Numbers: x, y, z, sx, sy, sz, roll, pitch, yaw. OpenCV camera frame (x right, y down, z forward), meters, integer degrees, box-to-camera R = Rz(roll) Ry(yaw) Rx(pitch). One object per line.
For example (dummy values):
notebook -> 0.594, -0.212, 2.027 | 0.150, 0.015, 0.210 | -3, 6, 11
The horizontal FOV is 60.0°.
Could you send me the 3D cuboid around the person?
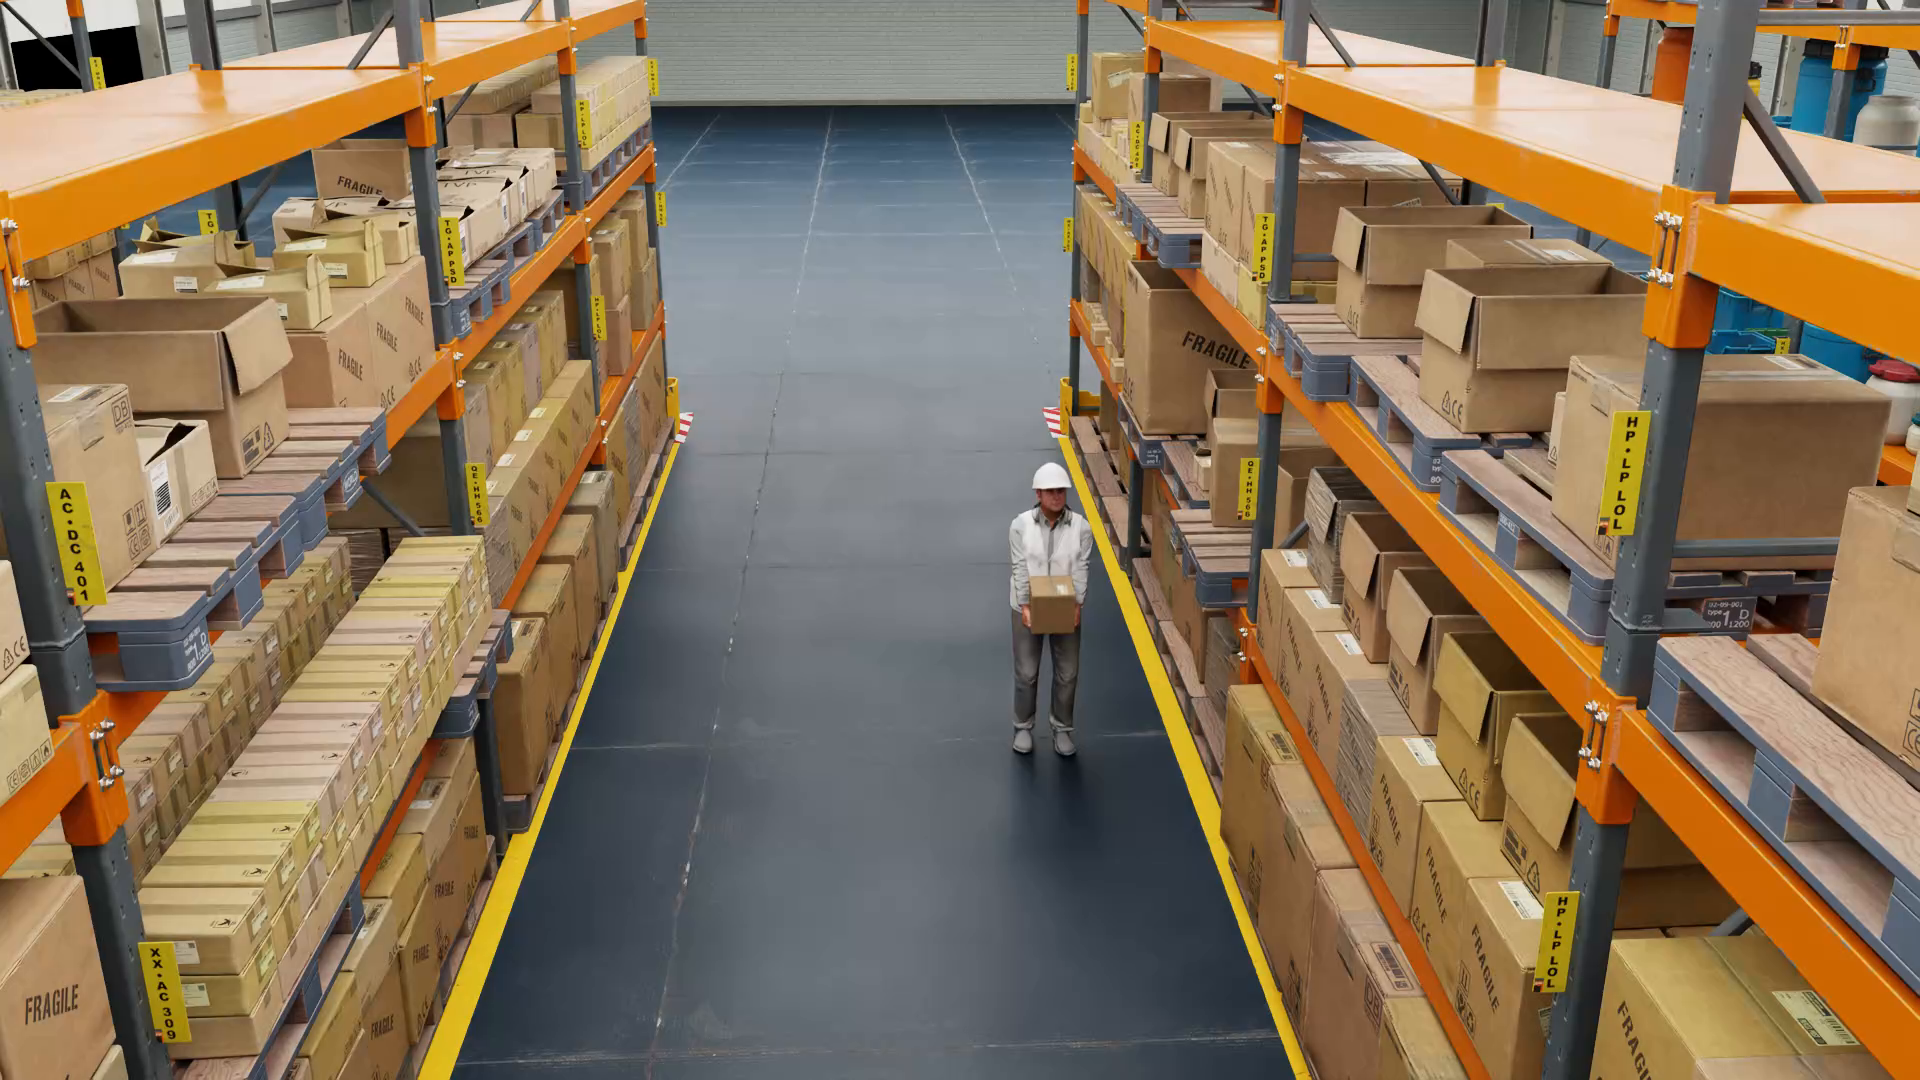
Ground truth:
person -> 0.540, 0.438, 9.864 | 0.494, 1.762, 0.555 | -1, 20, -3
